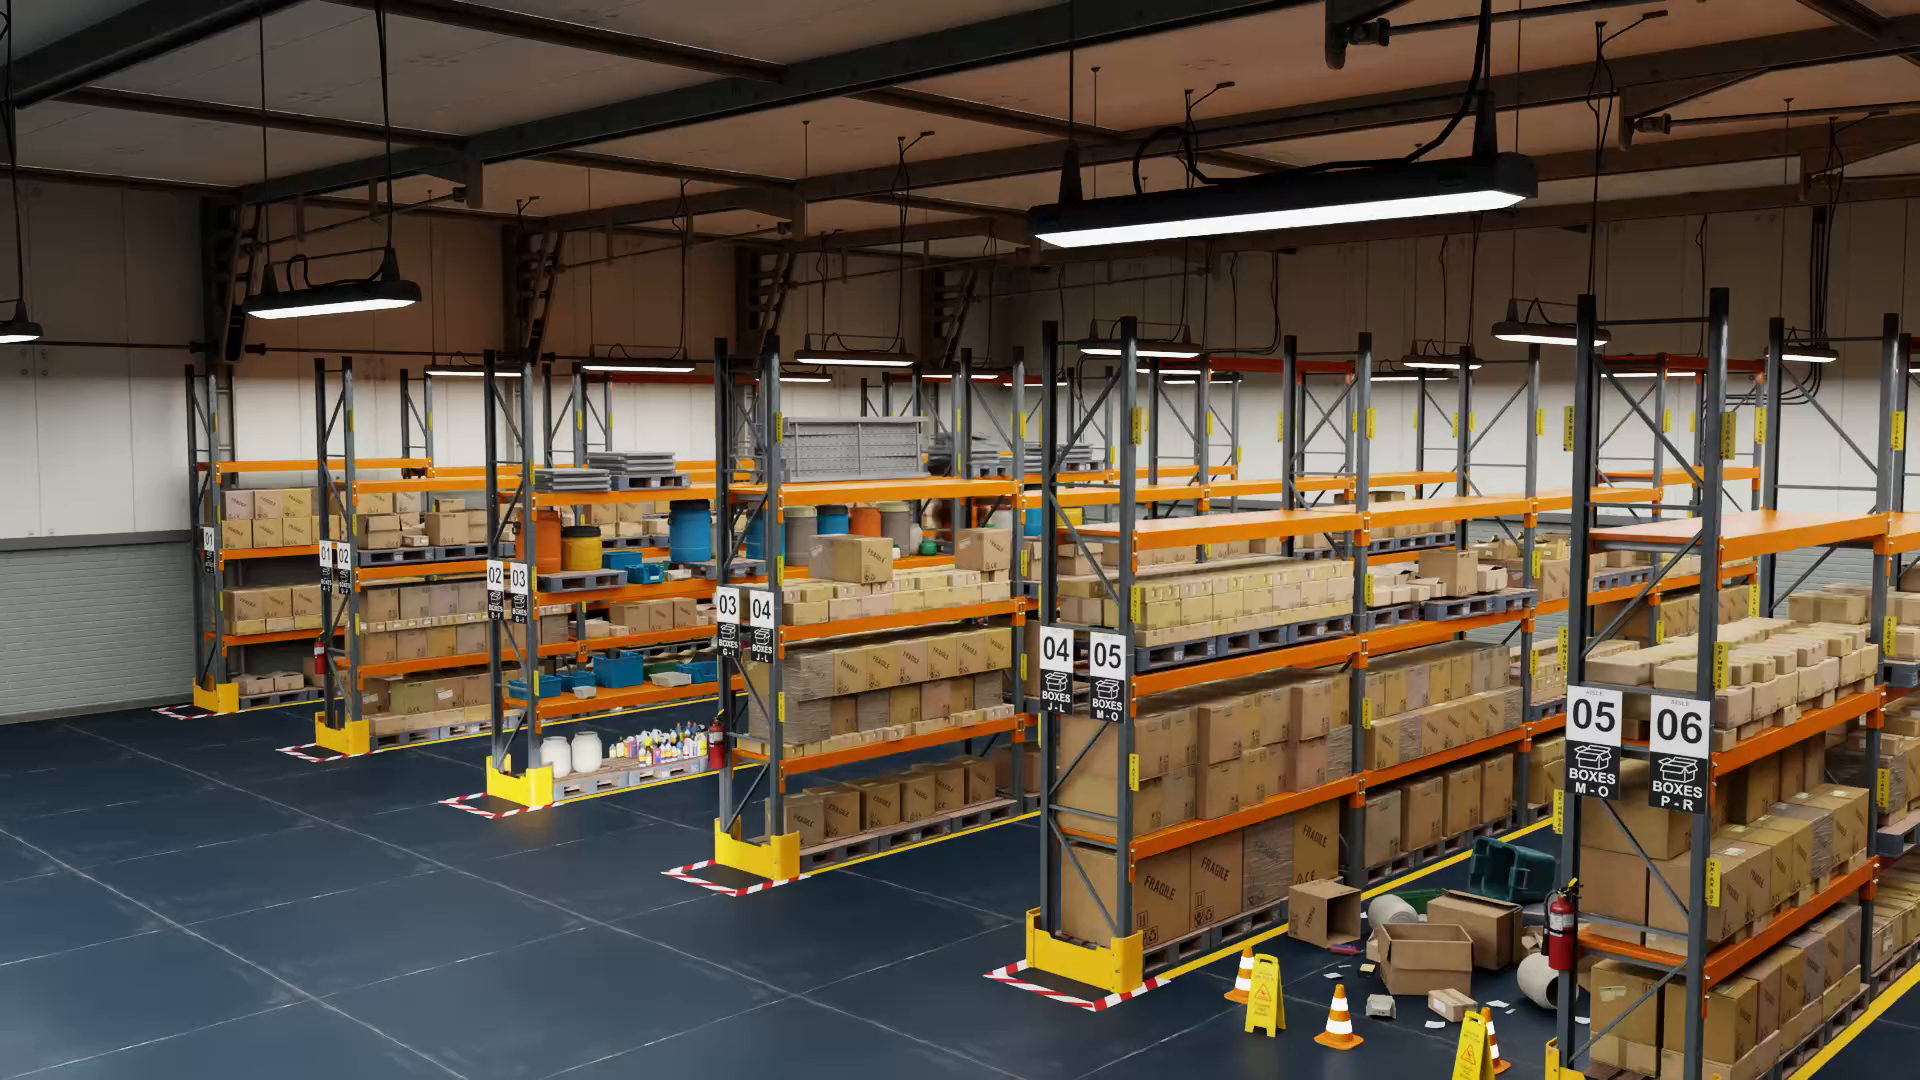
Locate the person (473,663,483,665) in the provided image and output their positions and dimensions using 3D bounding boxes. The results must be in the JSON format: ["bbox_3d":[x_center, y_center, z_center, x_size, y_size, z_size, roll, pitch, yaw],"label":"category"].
[{"bbox_3d":[-8.539,2.124,29.431,0.515,1.735,0.417,-2,5,-28],"label":"person"}]

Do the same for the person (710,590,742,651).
[{"bbox_3d":[-4.963,1.643,34.657,0.707,1.754,1.023,3,5,32],"label":"person"}]
